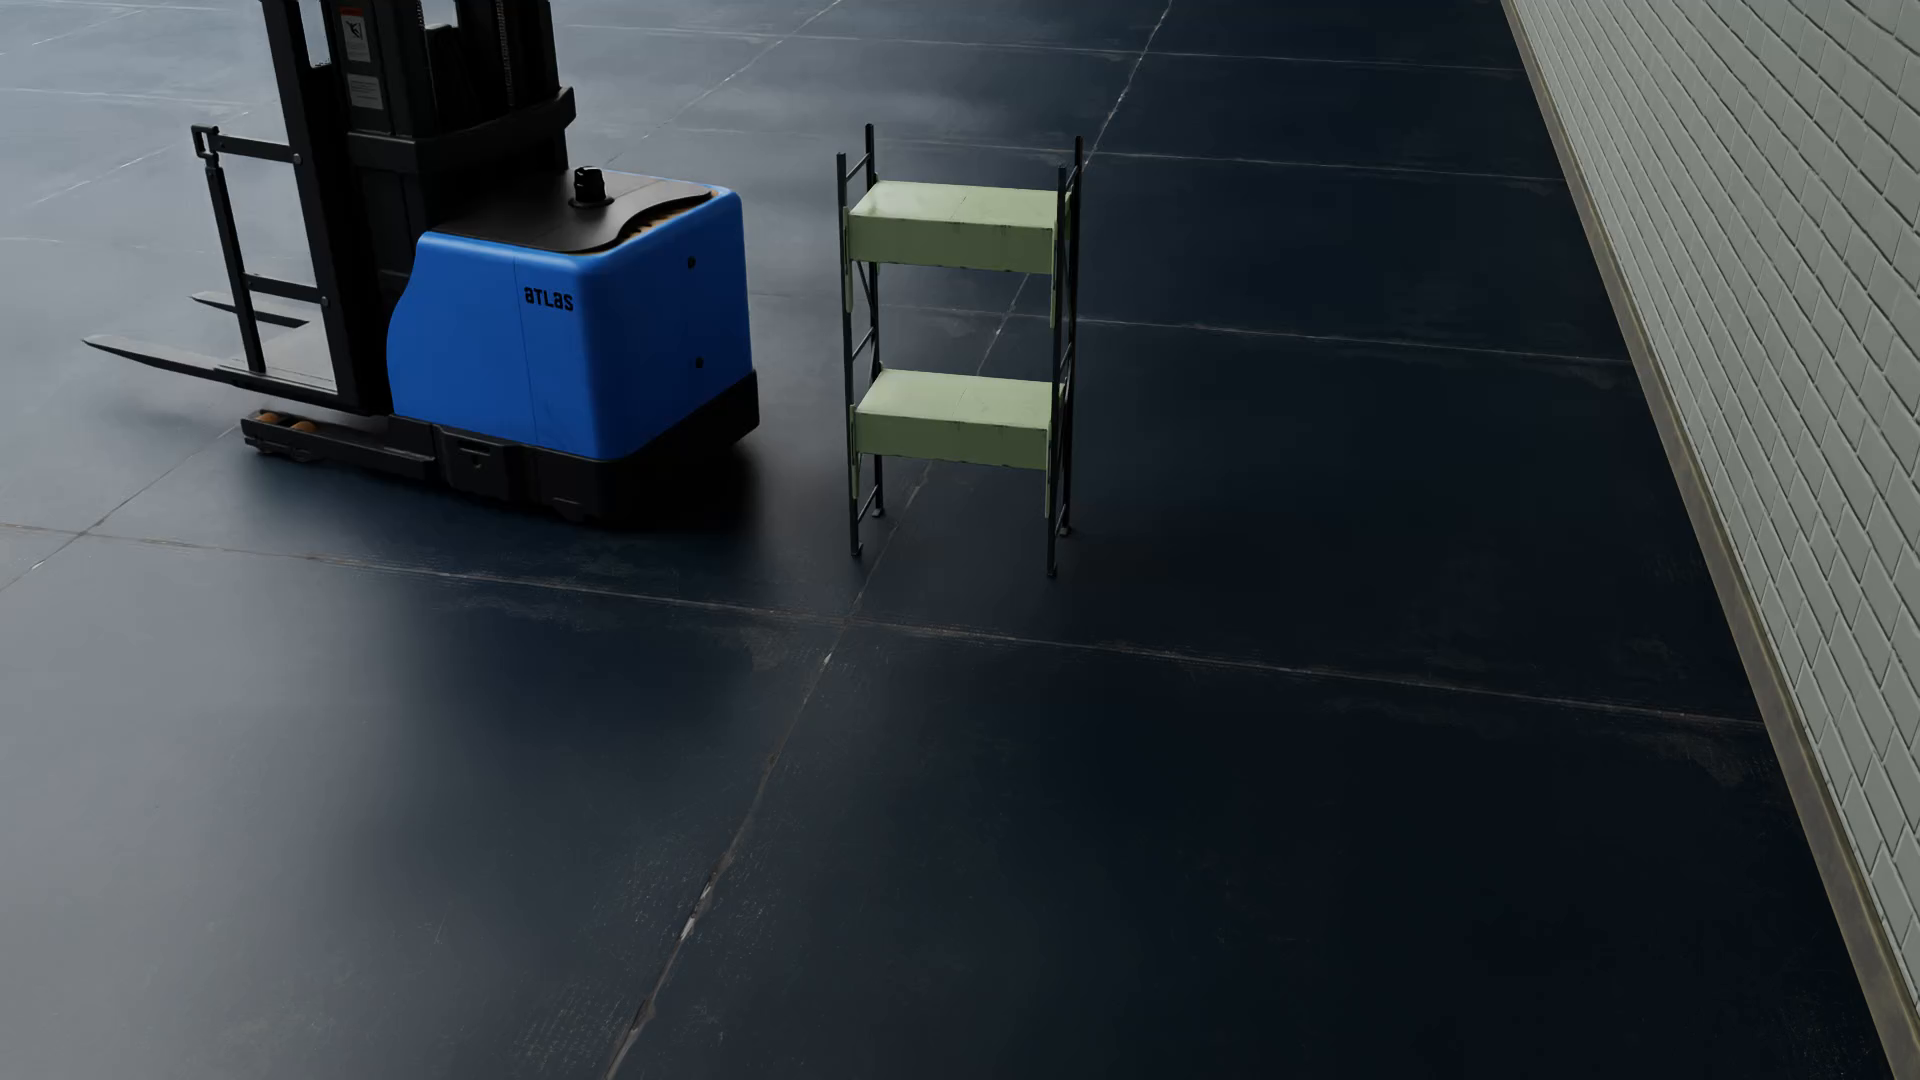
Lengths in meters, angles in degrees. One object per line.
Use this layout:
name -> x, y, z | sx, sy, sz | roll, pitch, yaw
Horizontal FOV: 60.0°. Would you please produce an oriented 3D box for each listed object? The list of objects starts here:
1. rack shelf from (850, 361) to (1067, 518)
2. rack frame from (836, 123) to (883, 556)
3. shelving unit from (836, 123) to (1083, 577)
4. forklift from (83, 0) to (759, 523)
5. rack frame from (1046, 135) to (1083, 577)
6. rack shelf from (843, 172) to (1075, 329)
rack shelf -> 0.007, -0.371, 6.045 | 0.720, 0.370, 0.431 | 6, 29, 11
rack frame -> -0.351, -0.694, 5.956 | 0.023, 1.500, 0.400 | 6, 29, 11
shelving unit -> 0.007, -0.657, 5.889 | 0.755, 1.500, 0.431 | 6, 29, 11
forklift -> -2.403, -1.819, 6.520 | 3.031, 2.935, 1.130 | 13, 31, 22
rack frame -> 0.364, -0.620, 5.822 | 0.023, 1.500, 0.400 | 6, 29, 11
rack shelf -> 0.007, -1.000, 5.701 | 0.720, 0.370, 0.431 | 6, 29, 11
